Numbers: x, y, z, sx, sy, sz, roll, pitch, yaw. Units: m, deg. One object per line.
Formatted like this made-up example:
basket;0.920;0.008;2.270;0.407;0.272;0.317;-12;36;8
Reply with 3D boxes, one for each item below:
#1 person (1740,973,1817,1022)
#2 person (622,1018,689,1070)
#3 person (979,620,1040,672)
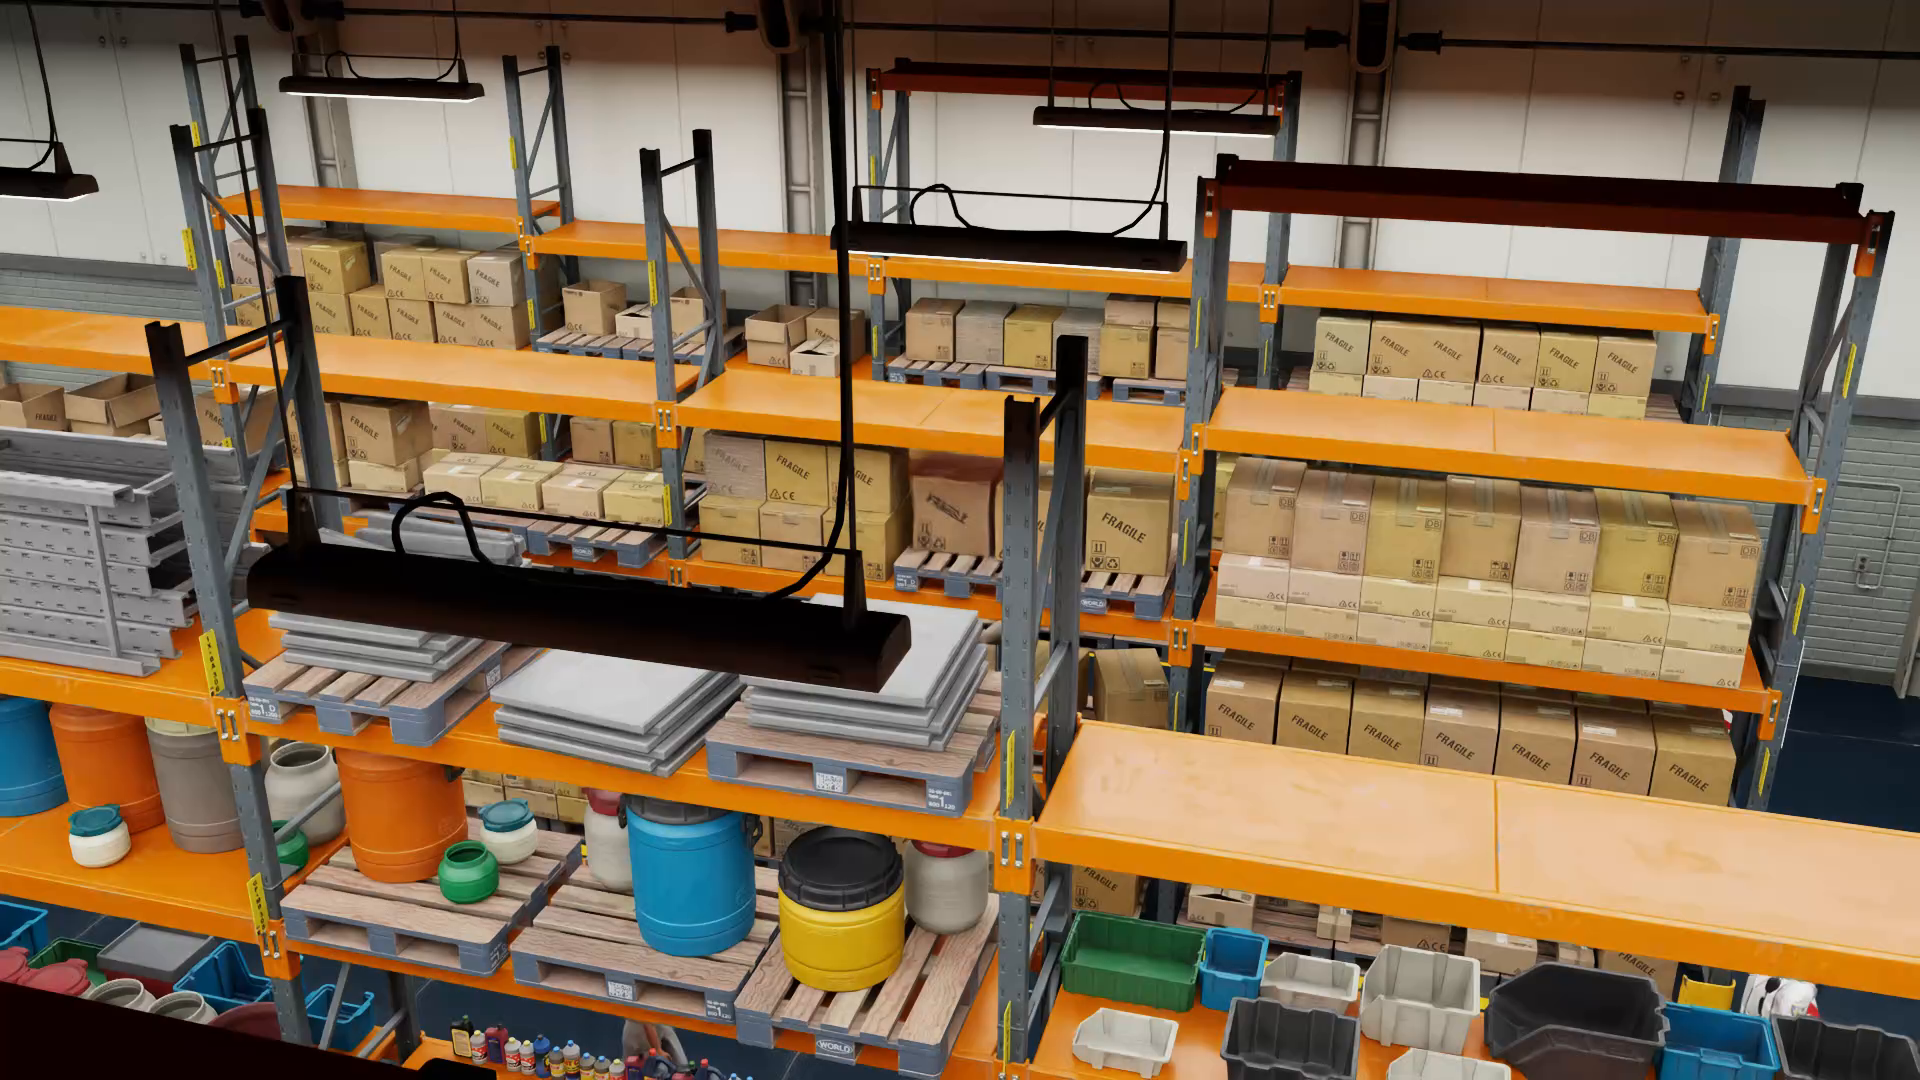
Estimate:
person;5.259;3.198;10.773;1.069;1.722;0.551;0;23;1
person;-2.046;3.258;10.832;0.593;1.714;0.451;4;23;9
person;0.567;0.706;16.321;1.018;1.624;0.529;1;23;3
